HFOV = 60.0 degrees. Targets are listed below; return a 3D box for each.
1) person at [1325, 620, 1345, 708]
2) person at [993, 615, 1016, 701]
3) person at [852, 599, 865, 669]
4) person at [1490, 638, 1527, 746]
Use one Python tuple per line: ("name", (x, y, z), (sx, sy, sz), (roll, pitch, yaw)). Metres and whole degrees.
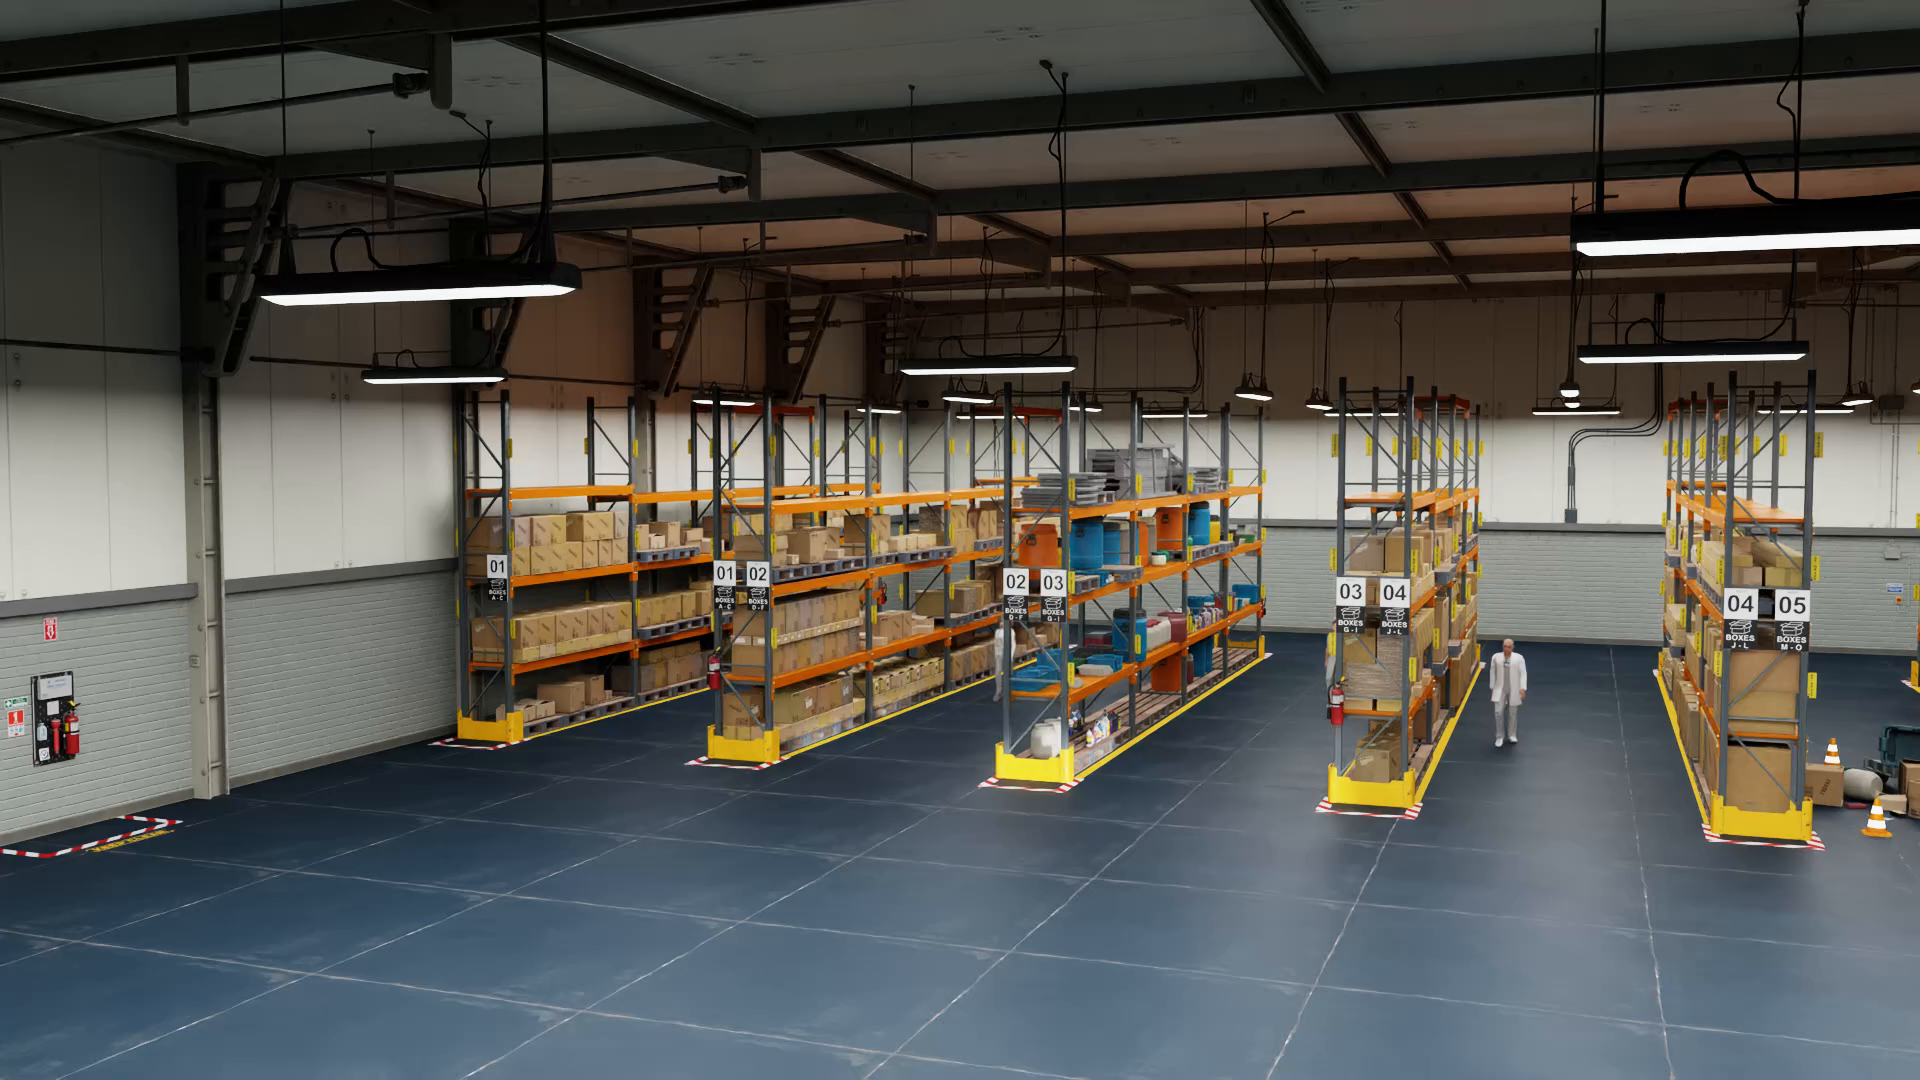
("person", (7.321, 2.399, 32.330), (0.501, 1.691, 0.619), (2, 4, 31))
("person", (0.873, 2.338, 33.234), (0.518, 1.669, 0.829), (1, 3, 23))
("person", (-2.316, 2.128, 37.333), (0.486, 1.610, 1.085), (1, 3, 15))
("person", (9.278, 2.582, 28.150), (0.621, 1.831, 0.626), (1, 3, 24))
